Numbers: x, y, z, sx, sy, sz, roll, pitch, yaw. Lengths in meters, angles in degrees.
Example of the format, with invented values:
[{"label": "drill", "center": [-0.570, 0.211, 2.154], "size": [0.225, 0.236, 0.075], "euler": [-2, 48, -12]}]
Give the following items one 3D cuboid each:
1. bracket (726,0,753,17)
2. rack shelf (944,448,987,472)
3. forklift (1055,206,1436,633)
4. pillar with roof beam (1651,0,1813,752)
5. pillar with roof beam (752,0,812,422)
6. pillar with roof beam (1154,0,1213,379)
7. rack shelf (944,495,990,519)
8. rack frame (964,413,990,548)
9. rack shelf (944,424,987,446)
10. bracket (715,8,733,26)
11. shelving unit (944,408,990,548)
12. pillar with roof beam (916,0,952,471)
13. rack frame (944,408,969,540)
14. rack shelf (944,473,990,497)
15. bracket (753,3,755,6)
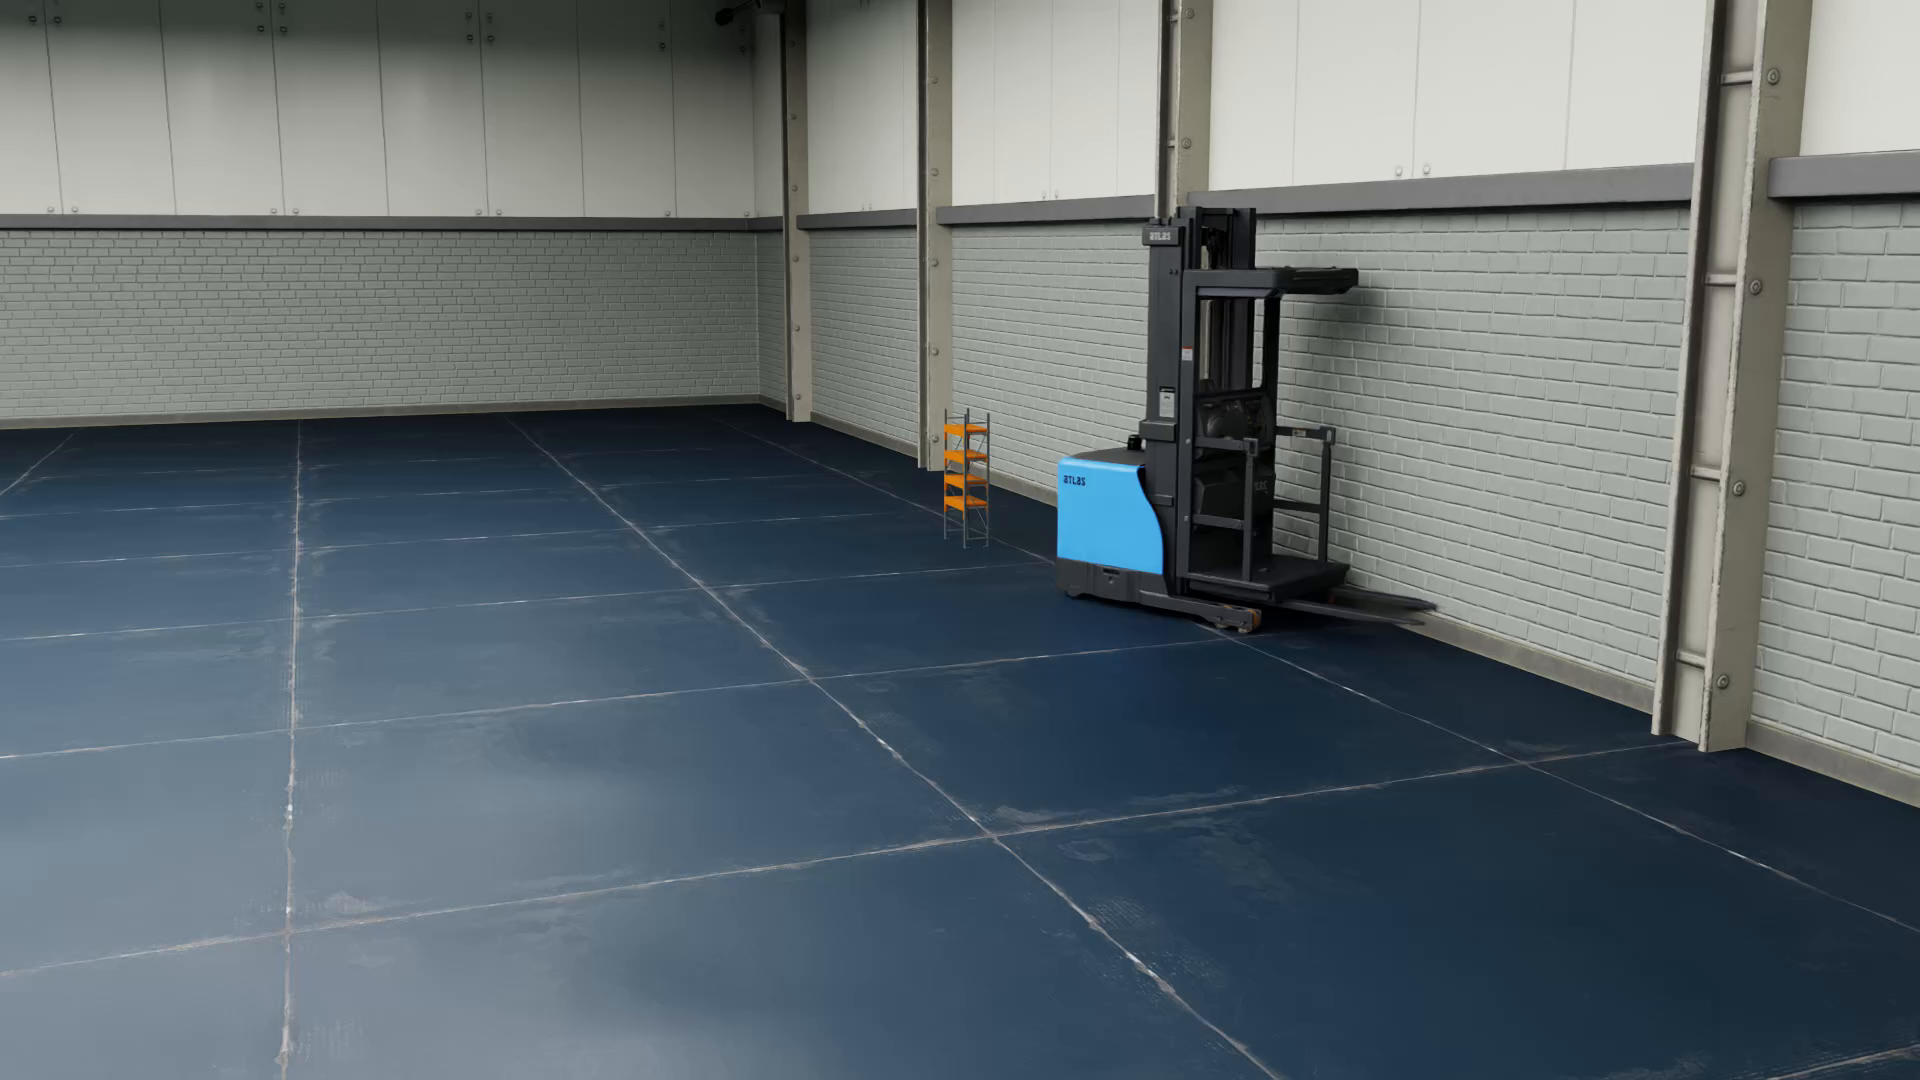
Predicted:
[{"label": "bracket", "center": [-3.599, -8.384, 26.410], "size": [0.076, 0.066, 3.189], "euler": [-4, 11, -21]}, {"label": "rack shelf", "center": [0.060, -0.718, 14.966], "size": [0.258, 0.148, 0.480], "euler": [-4, 11, -21]}, {"label": "forklift", "center": [2.147, -0.897, 11.921], "size": [3.031, 2.935, 1.130], "euler": [9, 14, 43]}, {"label": "pillar with roof beam", "center": [0.037, -3.065, 6.785], "size": [9.100, 9.000, 0.400], "euler": [-4, 11, -21]}, {"label": "pillar with roof beam", "center": [-6.486, -6.003, 23.303], "size": [9.100, 9.000, 0.548], "euler": [-4, 11, -21]}, {"label": "pillar with roof beam", "center": [-2.137, -4.044, 12.291], "size": [9.100, 9.000, 0.400], "euler": [-4, 11, -21]}, {"label": "rack shelf", "center": [0.060, -0.302, 15.040], "size": [0.258, 0.148, 0.480], "euler": [-4, 11, -21]}, {"label": "rack frame", "center": [0.148, -0.524, 14.769], "size": [0.240, 1.200, 0.015], "euler": [-4, 11, -21]}, {"label": "rack shelf", "center": [0.060, -0.951, 14.924], "size": [0.258, 0.148, 0.480], "euler": [-4, 11, -21]}, {"label": "bracket", "center": [-3.813, -8.480, 26.952], "size": [0.235, 0.232, 0.430], "euler": [-4, 11, -21]}, {"label": "shelving unit", "center": [0.060, -0.564, 14.993], "size": [0.258, 1.200, 0.503], "euler": [-4, 11, -21]}, {"label": "pillar with roof beam", "center": [-4.311, -5.024, 17.797], "size": [9.100, 9.000, 0.400], "euler": [-4, 11, -21]}, {"label": "rack frame", "center": [-0.028, -0.604, 15.217], "size": [0.240, 1.200, 0.015], "euler": [-4, 11, -21]}, {"label": "rack shelf", "center": [0.060, -0.497, 15.005], "size": [0.258, 0.148, 0.480], "euler": [-4, 11, -21]}, {"label": "bracket", "center": [-2.954, -8.094, 24.777], "size": [0.235, 0.232, 0.430], "euler": [-4, 11, -21]}]
